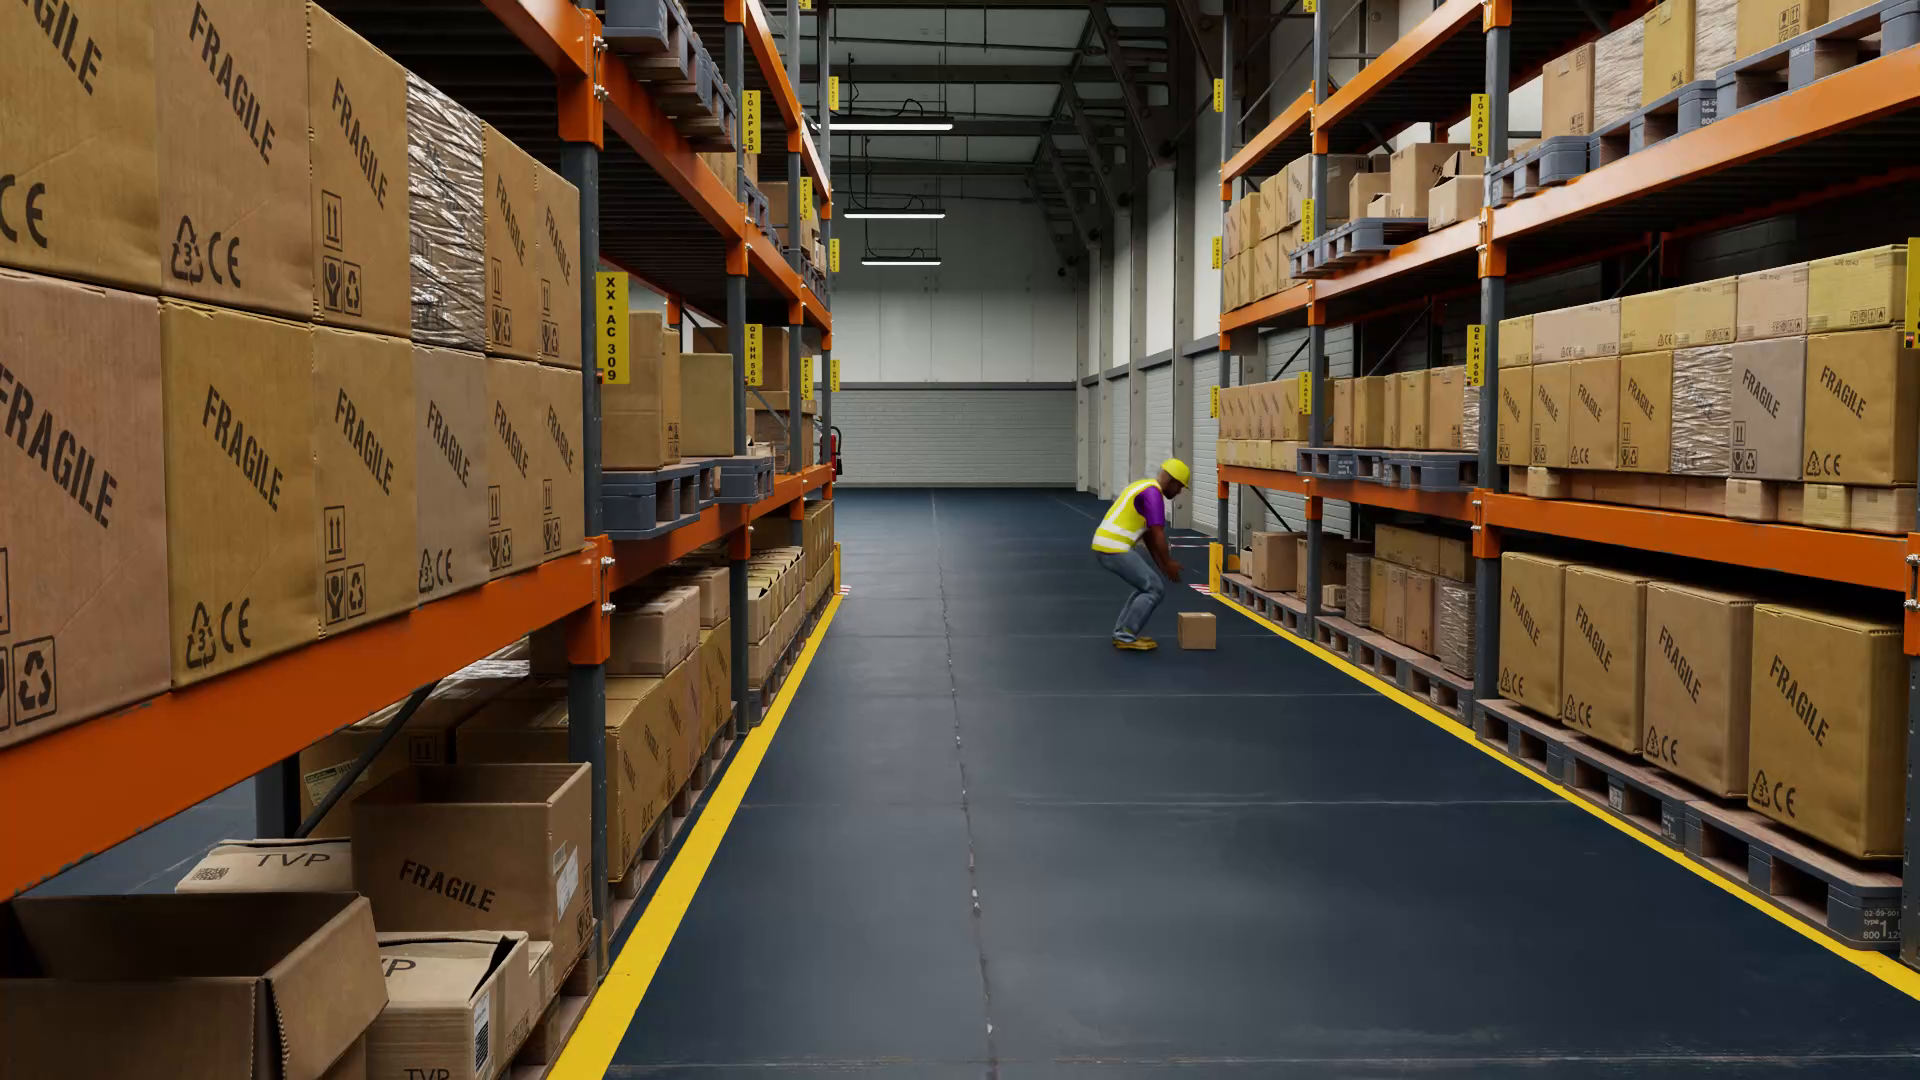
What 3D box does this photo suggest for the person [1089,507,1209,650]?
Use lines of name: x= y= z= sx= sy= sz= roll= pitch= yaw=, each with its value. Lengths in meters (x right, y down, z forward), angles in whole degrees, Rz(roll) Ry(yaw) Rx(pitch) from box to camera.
person: x=1.421 y=0.285 z=12.629 sx=0.880 sy=1.062 sz=0.597 roll=0 pitch=4 yaw=-1
